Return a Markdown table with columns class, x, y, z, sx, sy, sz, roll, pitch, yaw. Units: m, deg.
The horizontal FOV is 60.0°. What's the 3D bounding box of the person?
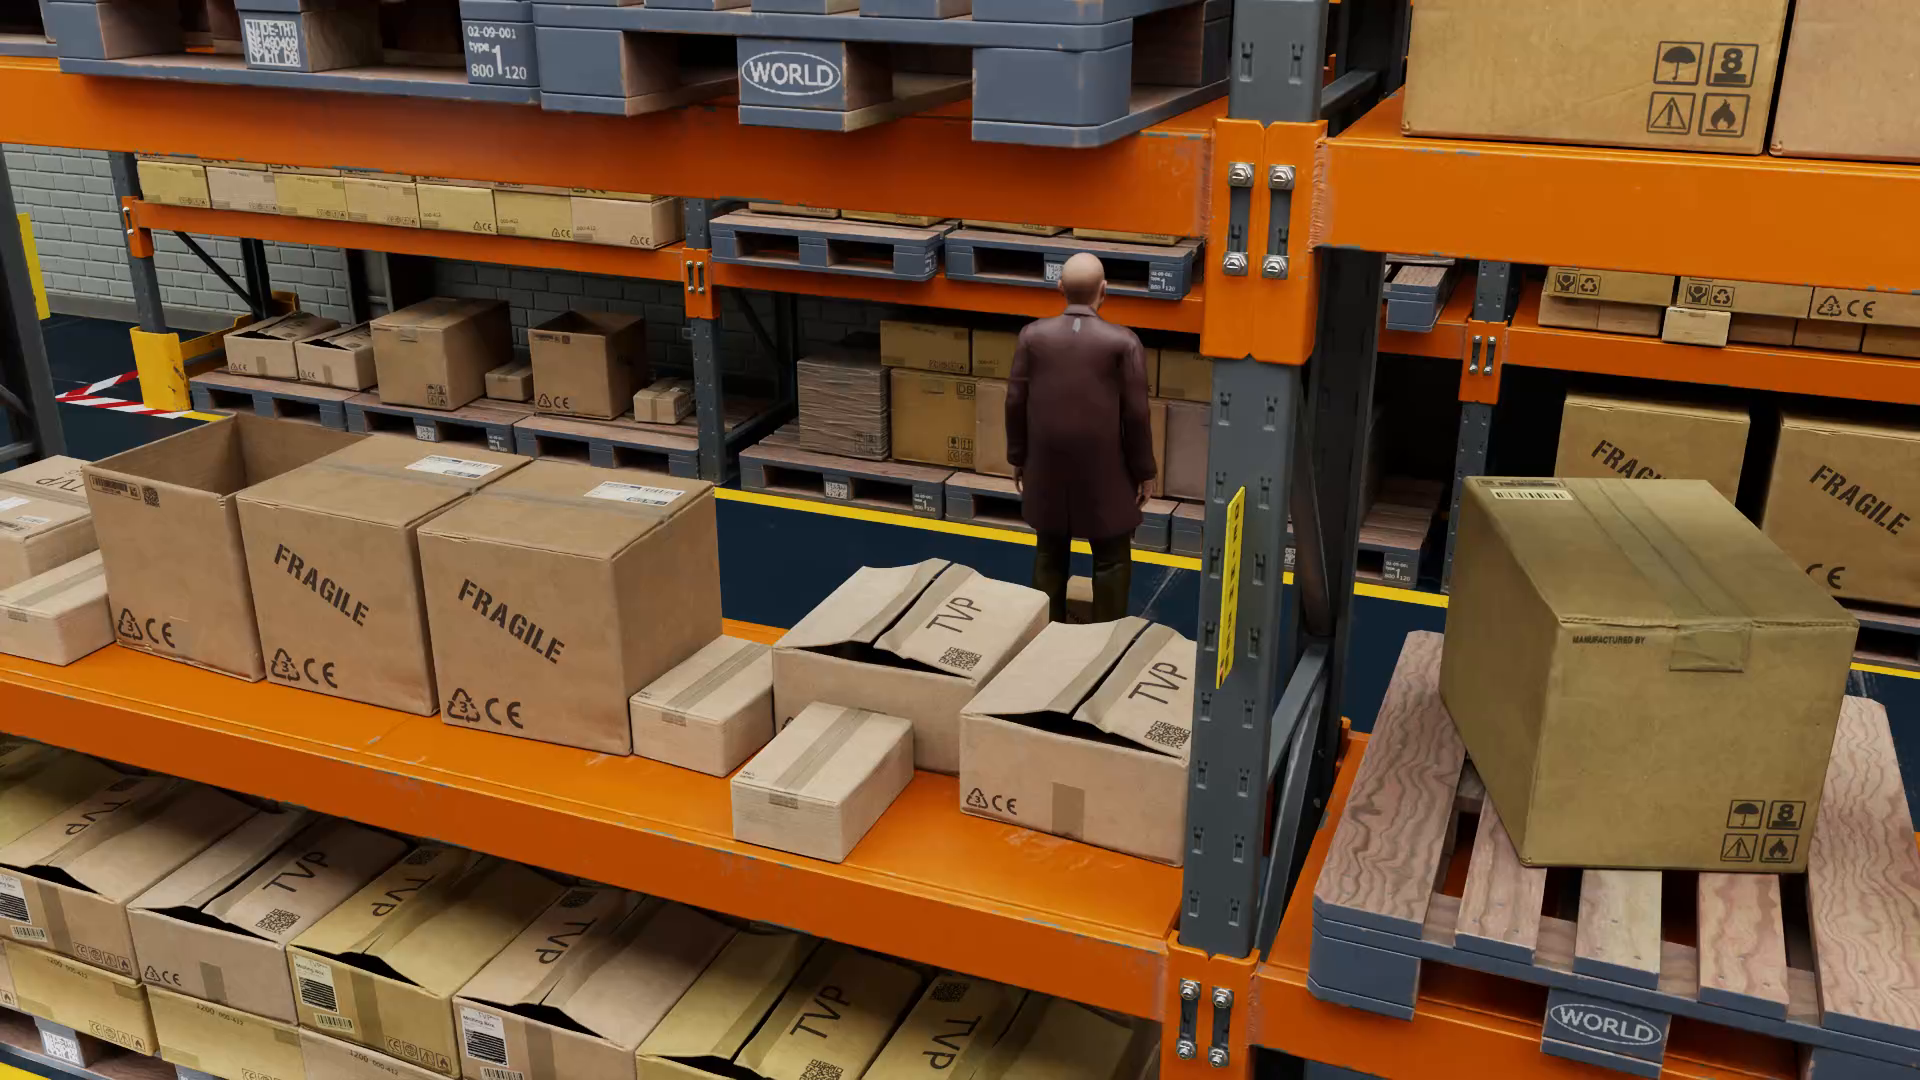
| class | x | y | z | sx | sy | sz | roll | pitch | yaw |
| --- | --- | --- | --- | --- | --- | --- | --- | --- | --- |
| person | 0.493 | -0.285 | 6.815 | 0.640 | 1.773 | 0.424 | 8 | 23 | 19 |
